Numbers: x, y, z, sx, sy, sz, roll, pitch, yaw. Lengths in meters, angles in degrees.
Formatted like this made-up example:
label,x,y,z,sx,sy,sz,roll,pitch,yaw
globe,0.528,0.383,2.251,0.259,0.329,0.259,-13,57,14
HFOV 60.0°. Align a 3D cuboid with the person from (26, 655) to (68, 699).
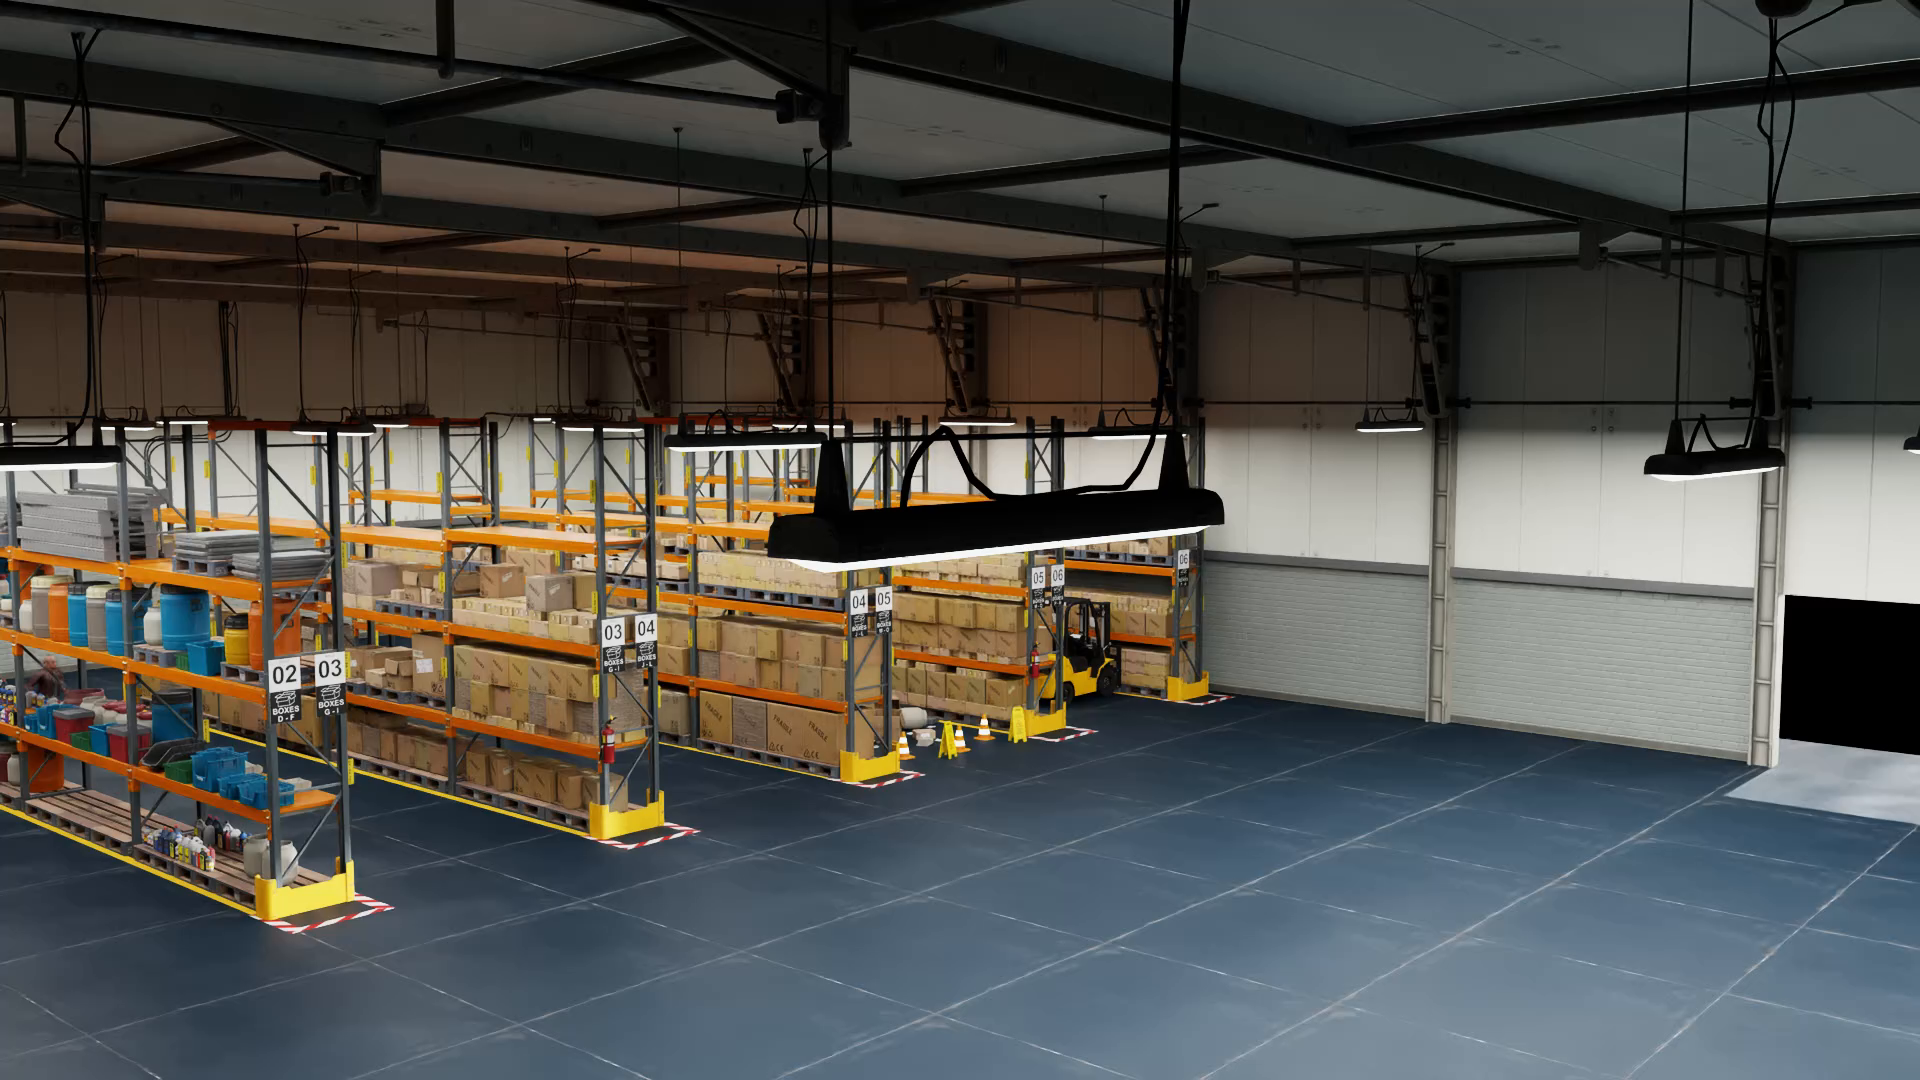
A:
label,x,y,z,sx,sy,sz,roll,pitch,yaw
person,-16.530,2.921,30.081,0.886,1.699,0.798,1,5,13
